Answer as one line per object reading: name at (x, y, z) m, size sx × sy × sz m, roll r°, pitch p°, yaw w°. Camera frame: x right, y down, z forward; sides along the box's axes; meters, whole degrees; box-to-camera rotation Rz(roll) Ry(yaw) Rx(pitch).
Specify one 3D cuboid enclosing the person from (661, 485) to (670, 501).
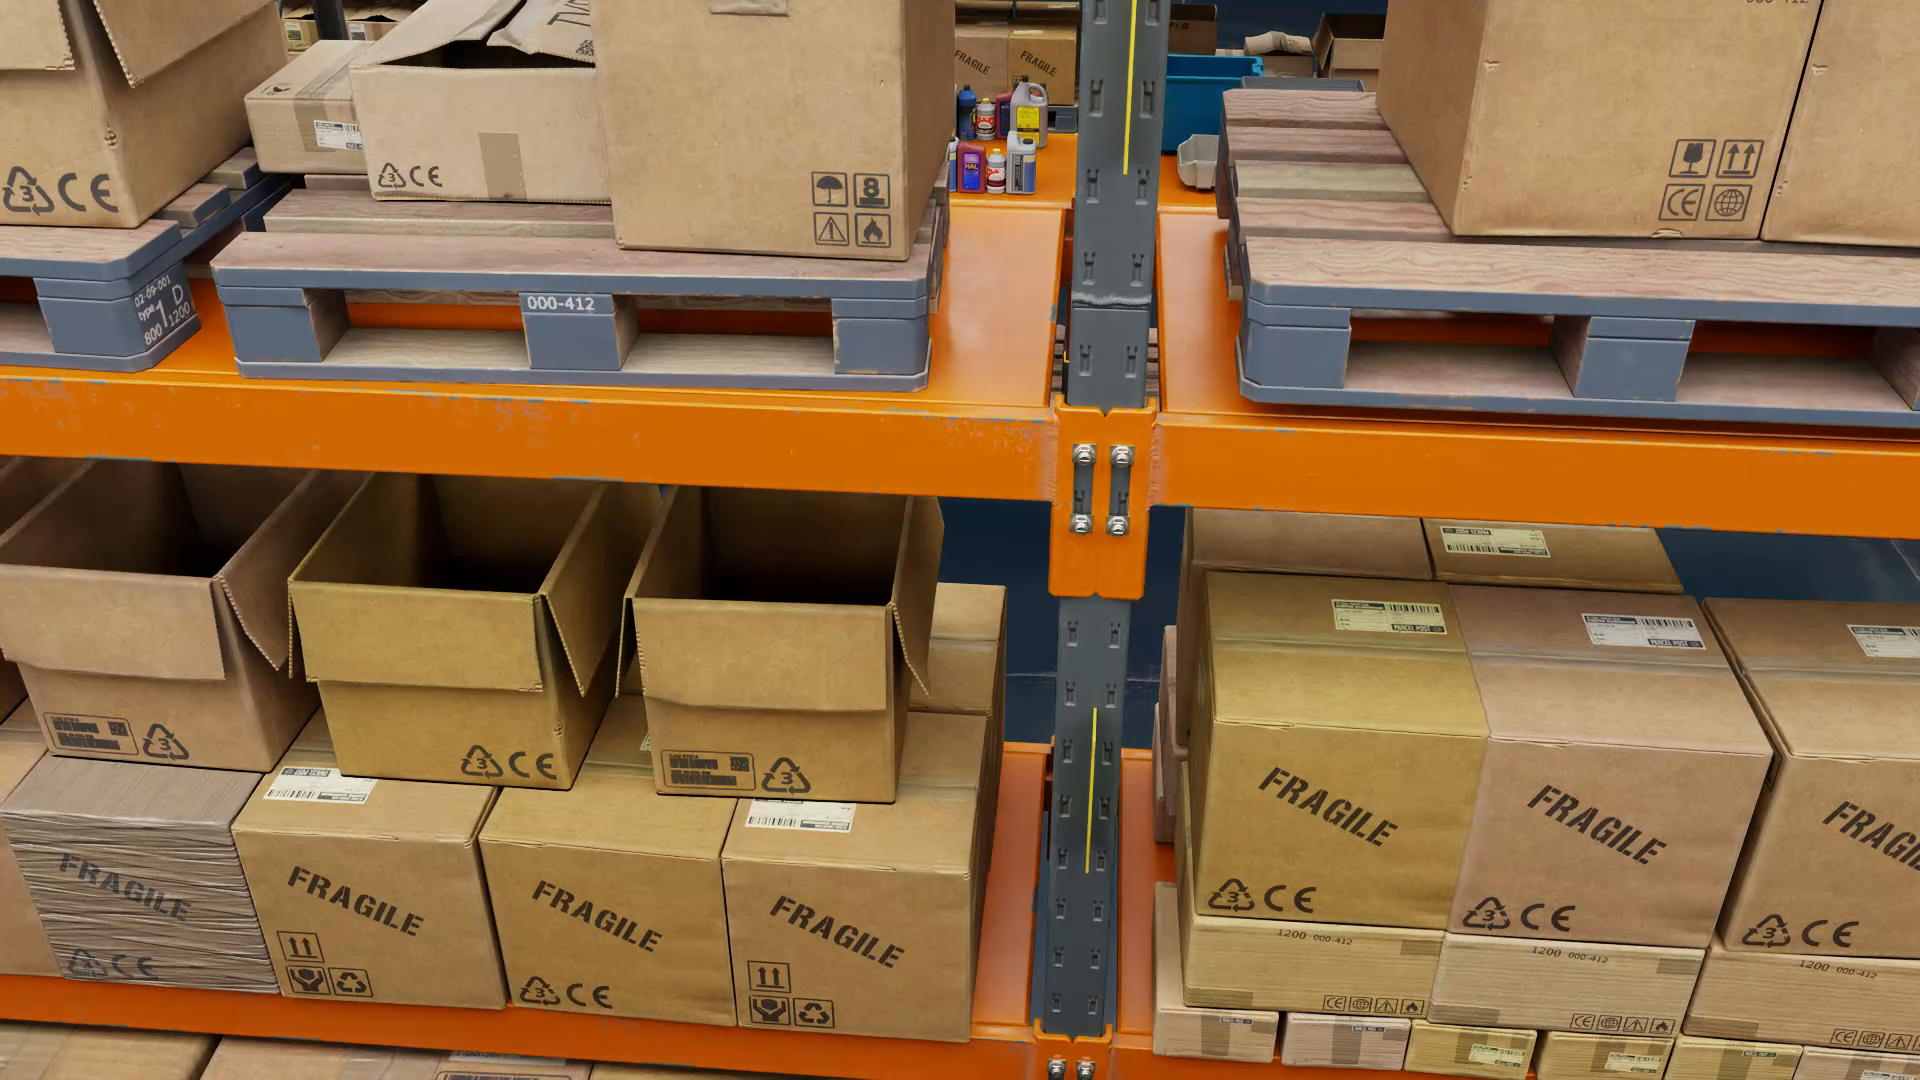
person at (-1.054, -0.128, 7.223) m, size 0.466 × 0.771 × 0.873 m, roll 2°, pitch 32°, yaw 2°
